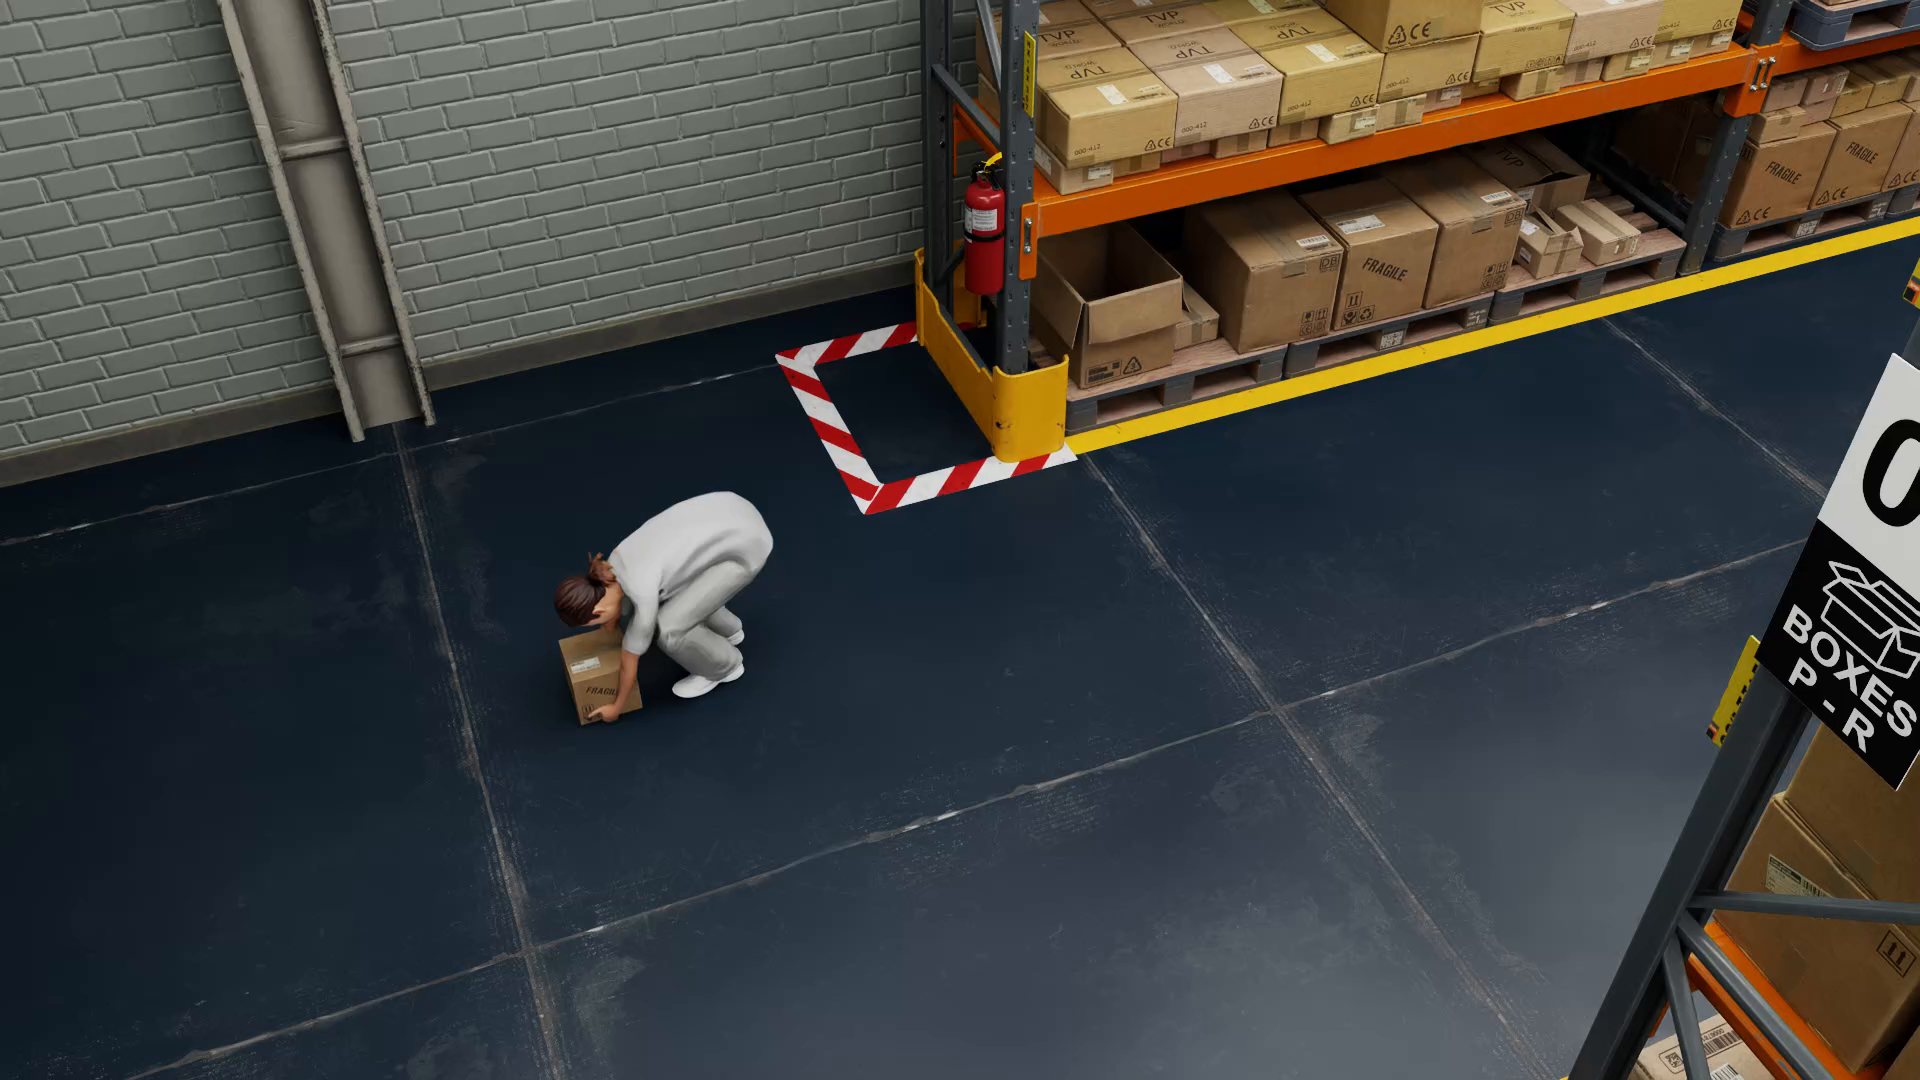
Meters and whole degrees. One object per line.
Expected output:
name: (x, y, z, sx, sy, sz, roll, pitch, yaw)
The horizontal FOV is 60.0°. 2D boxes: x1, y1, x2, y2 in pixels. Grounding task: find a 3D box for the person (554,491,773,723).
person: (-1.144, 0.253, 6.534, 0.859, 0.828, 0.463, -17, 45, -18)
